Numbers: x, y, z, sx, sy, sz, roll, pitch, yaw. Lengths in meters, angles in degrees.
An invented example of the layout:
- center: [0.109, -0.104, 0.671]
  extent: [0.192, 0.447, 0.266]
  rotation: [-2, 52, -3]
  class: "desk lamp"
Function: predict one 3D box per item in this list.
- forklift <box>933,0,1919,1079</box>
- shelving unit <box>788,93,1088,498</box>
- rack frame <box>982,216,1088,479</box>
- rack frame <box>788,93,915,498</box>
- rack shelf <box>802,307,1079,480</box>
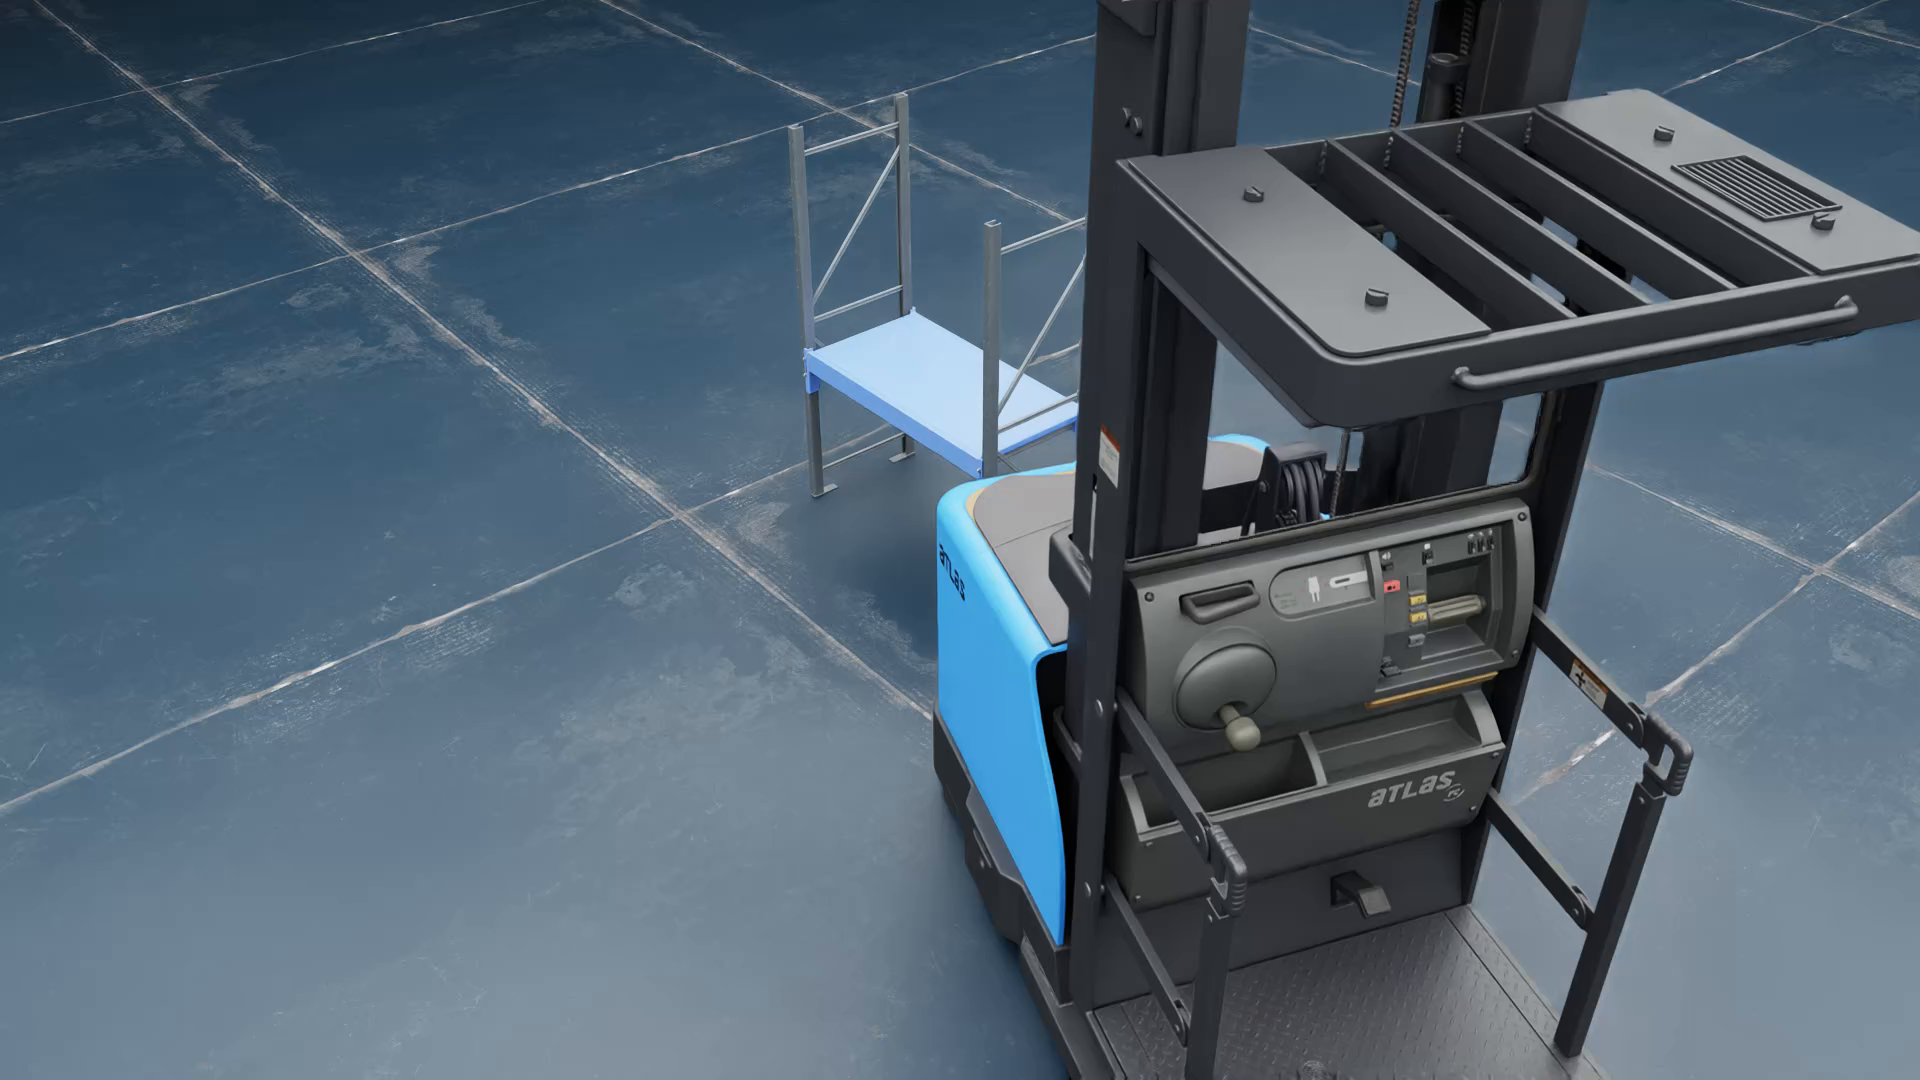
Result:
- center: [0.879, 0.247, 3.365]
  extent: [1.130, 2.935, 3.031]
  rotation: [-11, 37, -15]
  class: "forklift"
- center: [-0.055, -0.650, 5.870]
  extent: [0.538, 1.500, 1.048]
  rotation: [-26, 43, -32]
  class: "shelving unit"
- center: [0.273, -0.425, 5.553]
  extent: [0.500, 1.500, 0.032]
  rotation: [-26, 43, -32]
  class: "rack frame"
- center: [-0.383, -0.874, 6.187]
  extent: [0.500, 1.500, 0.032]
  rotation: [-26, 43, -32]
  class: "rack frame"
- center: [-0.055, -0.503, 5.974]
  extent: [0.538, 0.185, 1.000]
  rotation: [-26, 43, -32]
  class: "rack shelf"
